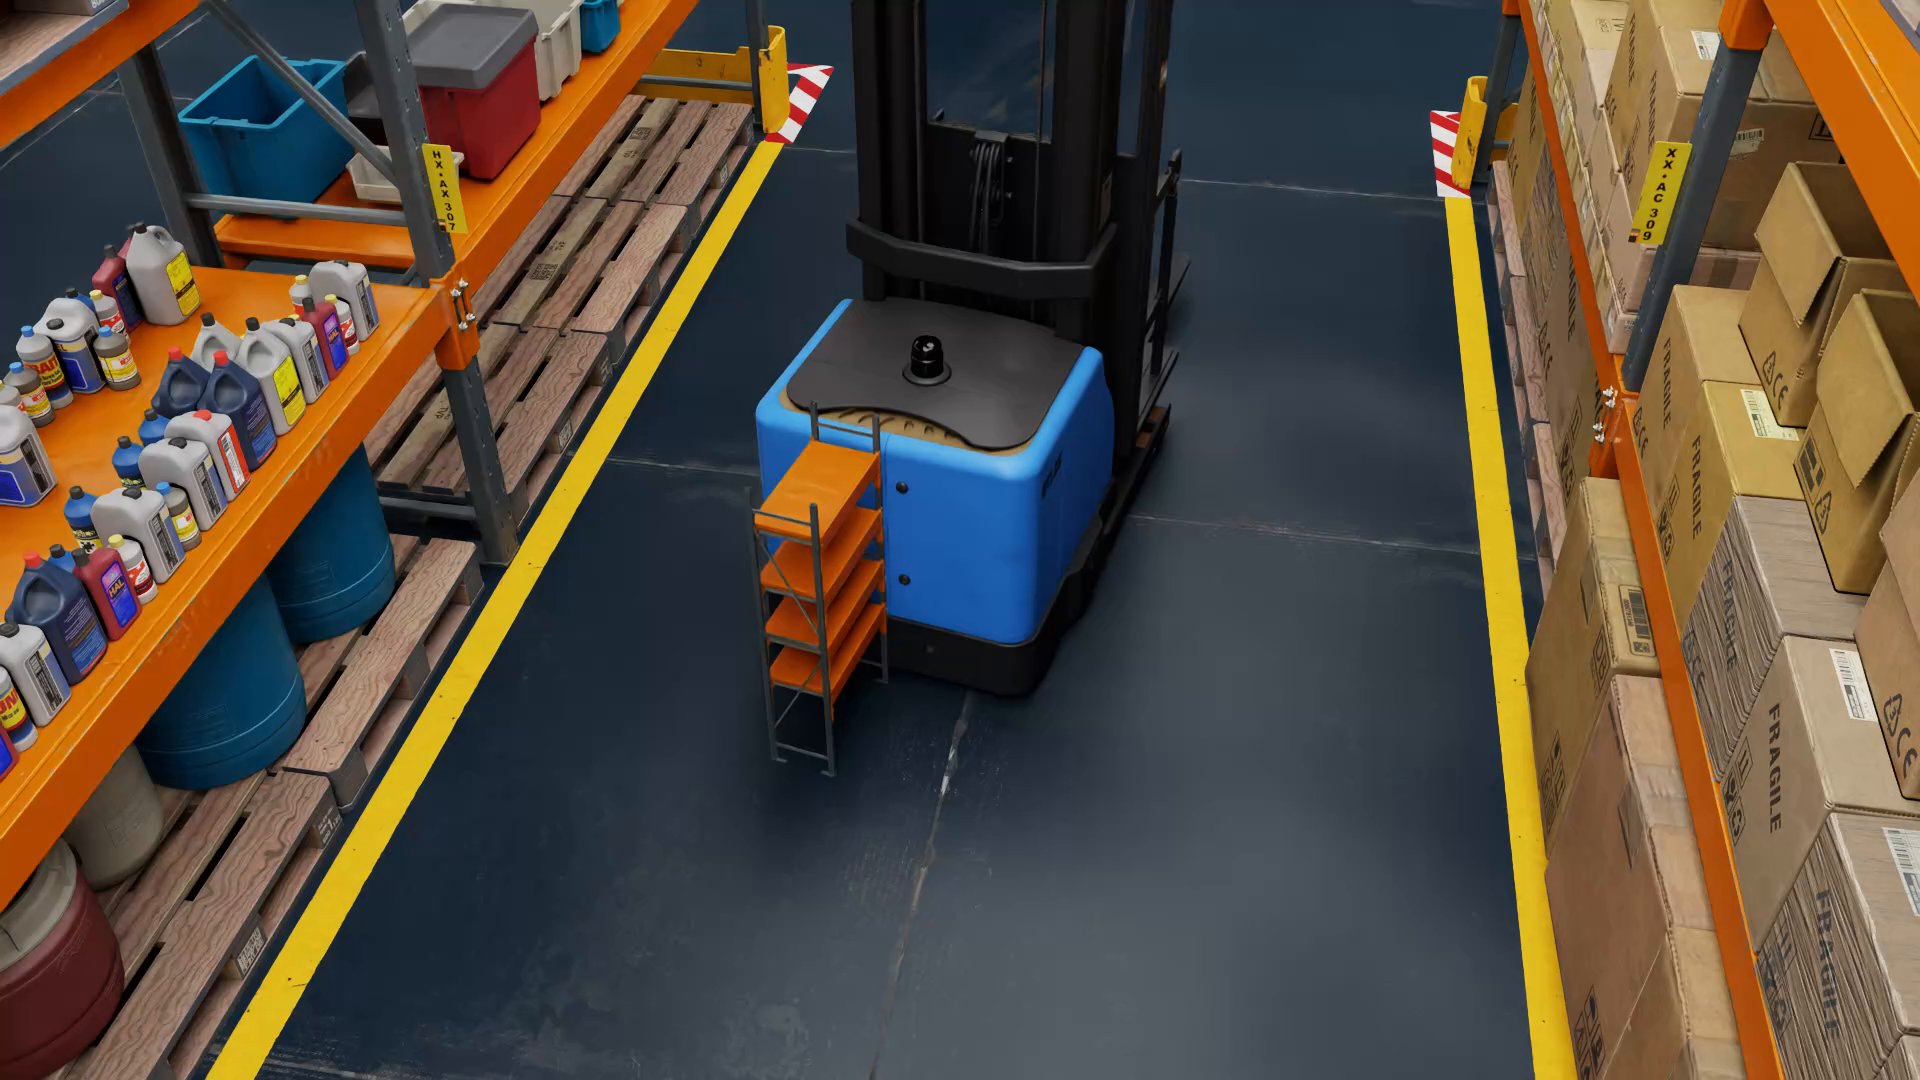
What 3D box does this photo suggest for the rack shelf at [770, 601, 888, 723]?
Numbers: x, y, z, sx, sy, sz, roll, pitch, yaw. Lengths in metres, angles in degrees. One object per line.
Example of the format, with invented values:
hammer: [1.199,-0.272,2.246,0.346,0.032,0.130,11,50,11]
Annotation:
rack shelf: [-0.459,0.389,5.755,0.258,0.148,0.480,13,41,16]

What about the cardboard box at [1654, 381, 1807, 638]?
cardboard box: [2.189,-0.053,4.382,0.500,0.500,0.500,6,40,8]

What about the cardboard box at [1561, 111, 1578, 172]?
cardboard box: [2.553,-1.529,6.442,0.380,0.149,0.250,6,40,7]

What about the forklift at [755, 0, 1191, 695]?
forklift: [0.276,-1.519,6.287,1.130,2.935,3.031,13,41,16]

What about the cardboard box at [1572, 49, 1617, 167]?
cardboard box: [2.594,-1.600,6.215,0.500,0.250,0.500,7,40,9]

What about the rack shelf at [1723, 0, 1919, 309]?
rack shelf: [2.254,-0.215,2.867,1.077,0.370,4.000,6,40,8]

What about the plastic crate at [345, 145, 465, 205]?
plastic crate: [-2.056,-1.335,6.171,0.396,0.136,0.243,6,40,8]

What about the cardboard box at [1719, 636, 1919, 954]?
cardboard box: [2.017,0.586,3.609,0.500,0.500,0.500,7,40,9]

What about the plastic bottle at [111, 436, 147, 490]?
plastic bottle: [-2.327,-0.177,4.711,0.097,0.271,0.097,0,40,0]

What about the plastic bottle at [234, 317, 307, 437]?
plastic bottle: [-2.114,-0.506,5.046,0.144,0.351,0.185,6,40,8]

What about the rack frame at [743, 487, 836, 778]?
rack frame: [-0.544,0.330,5.409,0.240,1.200,0.015,13,41,16]

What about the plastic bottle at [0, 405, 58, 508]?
plastic bottle: [-2.743,-0.243,4.788,0.152,0.276,0.135,6,40,8]

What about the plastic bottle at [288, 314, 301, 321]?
plastic bottle: [-2.104,-0.625,5.308,0.097,0.201,0.097,0,40,0]

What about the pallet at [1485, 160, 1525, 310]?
pallet: [3.231,-1.517,8.419,1.003,0.211,1.213,6,40,8]

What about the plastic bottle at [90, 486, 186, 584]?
plastic bottle: [-2.241,-0.031,4.531,0.152,0.276,0.135,6,40,8]

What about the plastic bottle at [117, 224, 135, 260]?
plastic bottle: [-2.761,-0.909,5.588,0.061,0.283,0.133,6,40,8]

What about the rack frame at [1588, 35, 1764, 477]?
rack frame: [2.601,-0.591,5.111,1.000,3.000,0.127,6,40,8]

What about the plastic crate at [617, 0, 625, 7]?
plastic crate: [-1.670,-2.492,7.570,0.298,0.136,0.250,6,40,8]

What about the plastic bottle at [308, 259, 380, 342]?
plastic bottle: [-2.027,-0.807,5.469,0.152,0.276,0.135,6,40,8]

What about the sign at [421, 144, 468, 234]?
sign: [-1.736,-1.182,5.609,0.100,0.325,0.005,6,40,8]

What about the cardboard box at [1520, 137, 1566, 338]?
cardboard box: [3.103,-1.463,7.504,0.875,0.875,0.875,6,40,8]

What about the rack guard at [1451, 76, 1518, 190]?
rack guard: [3.297,-2.153,8.962,1.175,0.500,0.348,6,40,8]

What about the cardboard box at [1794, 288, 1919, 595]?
cardboard box: [2.368,-0.185,3.754,0.797,0.503,0.637,7,40,8]

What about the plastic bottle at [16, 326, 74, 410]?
plastic bottle: [-2.843,-0.540,5.150,0.097,0.271,0.097,0,40,0]

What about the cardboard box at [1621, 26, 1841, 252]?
cardboard box: [2.417,-1.255,5.210,0.500,0.500,0.500,7,40,9]

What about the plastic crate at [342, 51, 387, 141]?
plastic crate: [-2.349,-1.787,6.726,0.437,0.125,0.590,6,40,8]

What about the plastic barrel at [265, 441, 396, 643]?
plastic barrel: [-2.389,-0.151,5.896,0.600,0.901,0.708,6,40,8]

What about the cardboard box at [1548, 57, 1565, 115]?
cardboard box: [2.641,-1.853,6.834,0.380,0.149,0.250,5,40,7]

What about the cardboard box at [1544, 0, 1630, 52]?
cardboard box: [2.770,-2.245,6.996,0.500,0.250,0.500,5,40,6]

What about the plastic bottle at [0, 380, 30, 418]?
plastic bottle: [-2.877,-0.391,5.025,0.097,0.201,0.097,0,40,0]

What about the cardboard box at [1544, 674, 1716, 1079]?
cardboard box: [2.356,1.030,4.488,1.225,0.875,0.875,5,40,6]

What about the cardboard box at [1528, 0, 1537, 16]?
cardboard box: [2.819,-2.497,7.613,0.380,0.149,0.250,6,40,7]

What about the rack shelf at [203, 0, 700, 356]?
rack shelf: [-1.932,-2.115,7.519,1.077,0.370,4.000,6,40,8]

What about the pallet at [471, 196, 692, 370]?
pallet: [-1.980,-1.296,8.152,1.003,0.211,1.213,6,40,8]

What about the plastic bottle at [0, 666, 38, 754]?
plastic bottle: [-2.330,0.392,4.023,0.097,0.271,0.097,0,40,0]

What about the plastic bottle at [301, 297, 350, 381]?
plastic bottle: [-2.023,-0.659,5.285,0.061,0.283,0.133,6,40,8]

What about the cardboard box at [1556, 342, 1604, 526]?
cardboard box: [2.794,-0.340,6.145,0.875,0.875,0.875,6,40,8]

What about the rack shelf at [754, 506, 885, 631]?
rack shelf: [-0.459,0.064,5.486,0.258,0.148,0.480,13,41,16]

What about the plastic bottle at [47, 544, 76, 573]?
plastic bottle: [-2.318,0.124,4.347,0.097,0.271,0.097,0,40,0]

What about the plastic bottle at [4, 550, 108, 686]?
plastic bottle: [-2.305,0.186,4.210,0.144,0.351,0.185,6,40,8]

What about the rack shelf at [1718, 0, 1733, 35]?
rack shelf: [2.947,-2.725,5.903,1.077,0.370,4.000,6,40,8]

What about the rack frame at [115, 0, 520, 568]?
rack frame: [-2.278,-1.138,5.772,1.000,3.000,0.127,6,40,8]

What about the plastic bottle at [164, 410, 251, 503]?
plastic bottle: [-2.178,-0.261,4.809,0.152,0.276,0.135,6,40,8]

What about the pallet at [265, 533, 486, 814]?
pallet: [-2.452,0.417,6.080,1.003,0.211,1.213,6,40,8]

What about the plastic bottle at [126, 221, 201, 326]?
plastic bottle: [-2.665,-0.908,5.533,0.144,0.351,0.185,6,40,8]

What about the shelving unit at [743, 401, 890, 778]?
shelving unit: [-0.459,0.184,5.585,0.258,1.200,0.503,13,41,16]

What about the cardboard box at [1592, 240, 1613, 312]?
cardboard box: [2.375,-0.884,5.662,0.380,0.149,0.250,7,40,9]

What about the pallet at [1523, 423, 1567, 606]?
pallet: [2.809,0.015,6.567,1.003,0.211,1.213,6,40,8]

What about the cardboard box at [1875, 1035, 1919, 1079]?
cardboard box: [1.842,1.231,2.828,0.500,0.500,0.500,6,40,7]

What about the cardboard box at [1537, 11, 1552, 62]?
cardboard box: [2.730,-2.173,7.222,0.380,0.149,0.250,6,40,7]

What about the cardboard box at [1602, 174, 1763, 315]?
cardboard box: [2.418,-0.954,5.434,0.500,0.250,0.500,6,40,7]

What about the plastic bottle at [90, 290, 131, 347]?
plastic bottle: [-2.786,-0.720,5.422,0.097,0.201,0.097,0,40,0]

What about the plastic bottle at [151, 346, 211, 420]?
plastic bottle: [-2.288,-0.405,4.925,0.144,0.351,0.185,6,40,8]

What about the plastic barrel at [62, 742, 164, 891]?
plastic barrel: [-2.697,0.788,5.066,0.421,0.512,0.421,0,40,0]
